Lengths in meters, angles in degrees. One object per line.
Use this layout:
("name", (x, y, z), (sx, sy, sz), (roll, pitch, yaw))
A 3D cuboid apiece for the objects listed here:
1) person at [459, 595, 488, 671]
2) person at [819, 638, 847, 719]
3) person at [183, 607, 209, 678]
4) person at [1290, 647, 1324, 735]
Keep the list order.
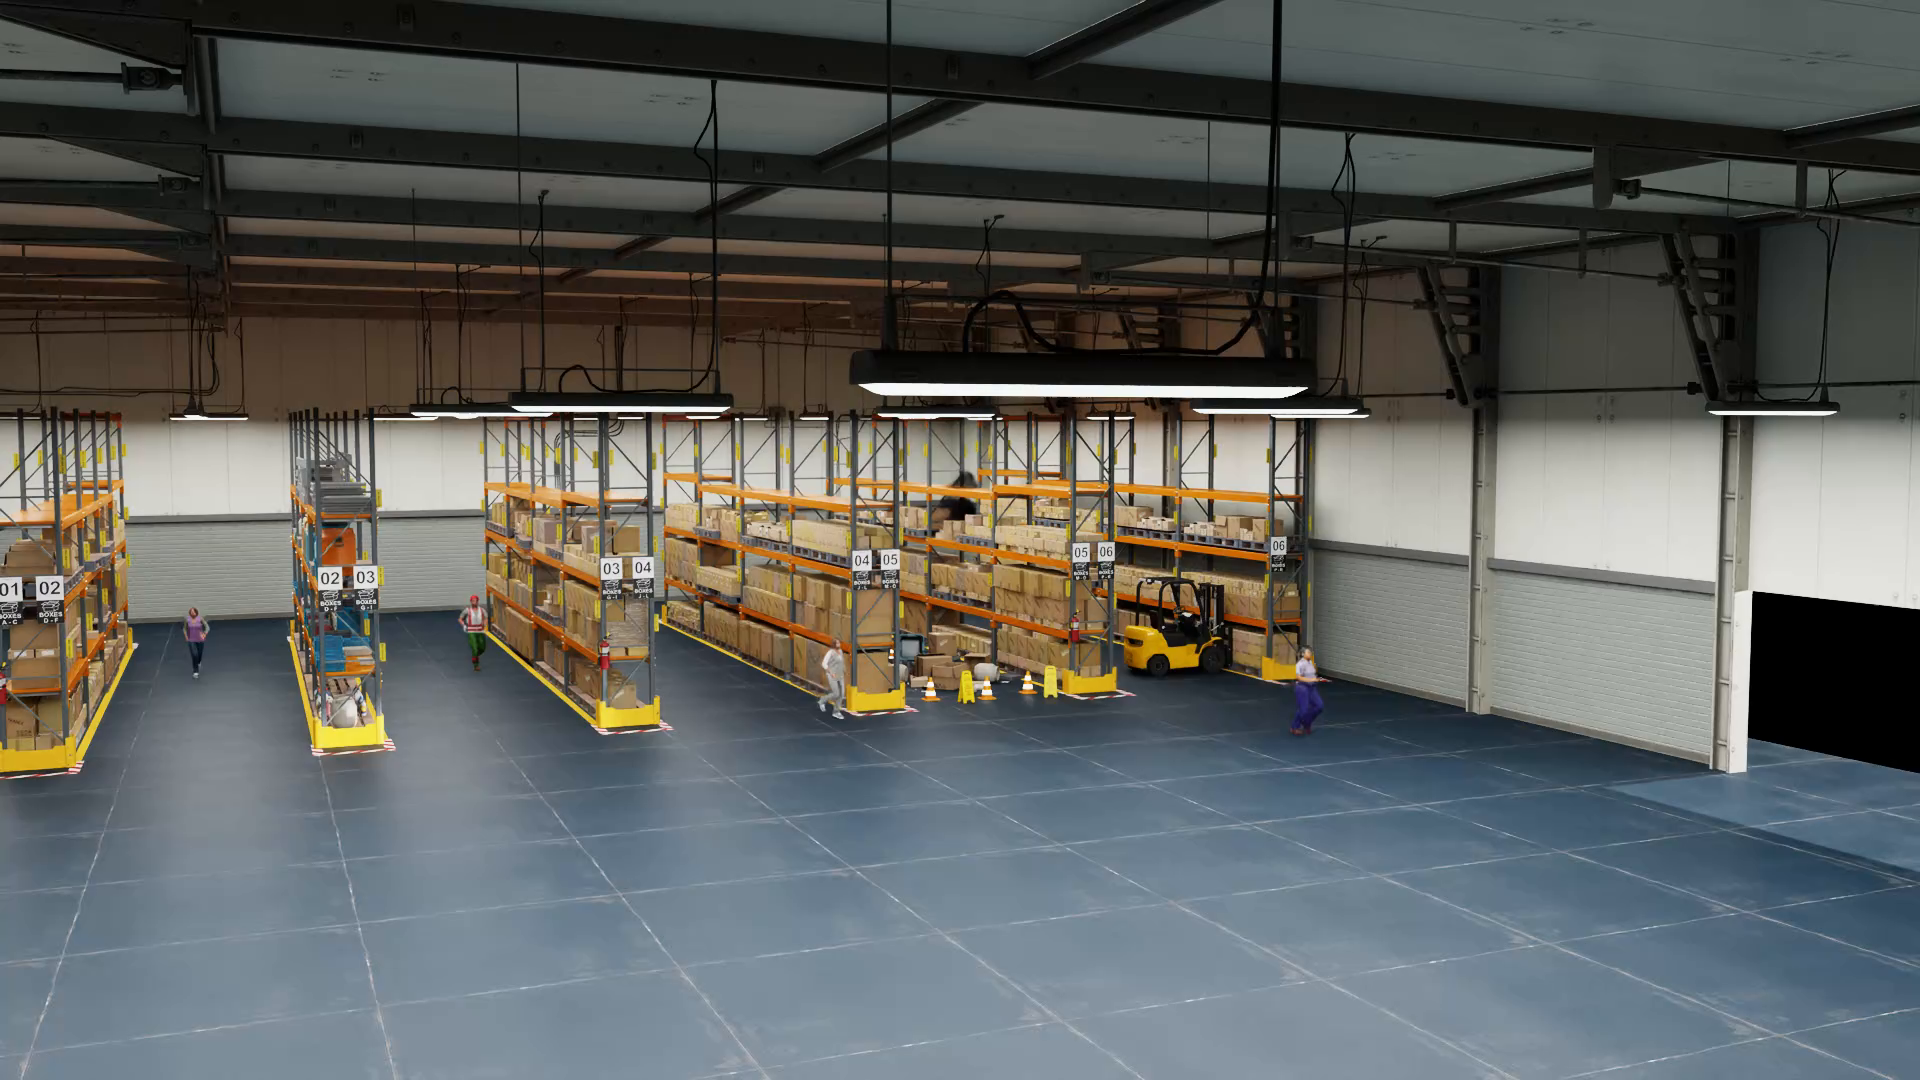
("person", (-11.258, 2.149, 38.582), (0.663, 1.748, 0.780), (-2, 5, -32))
("person", (-2.476, 2.682, 32.421), (0.572, 1.569, 0.577), (3, 5, 36))
("person", (-17.310, 2.305, 37.703), (0.555, 1.602, 0.659), (-1, 4, -19))
("person", (6.338, 2.779, 30.445), (0.604, 1.630, 0.667), (3, 5, 37))
